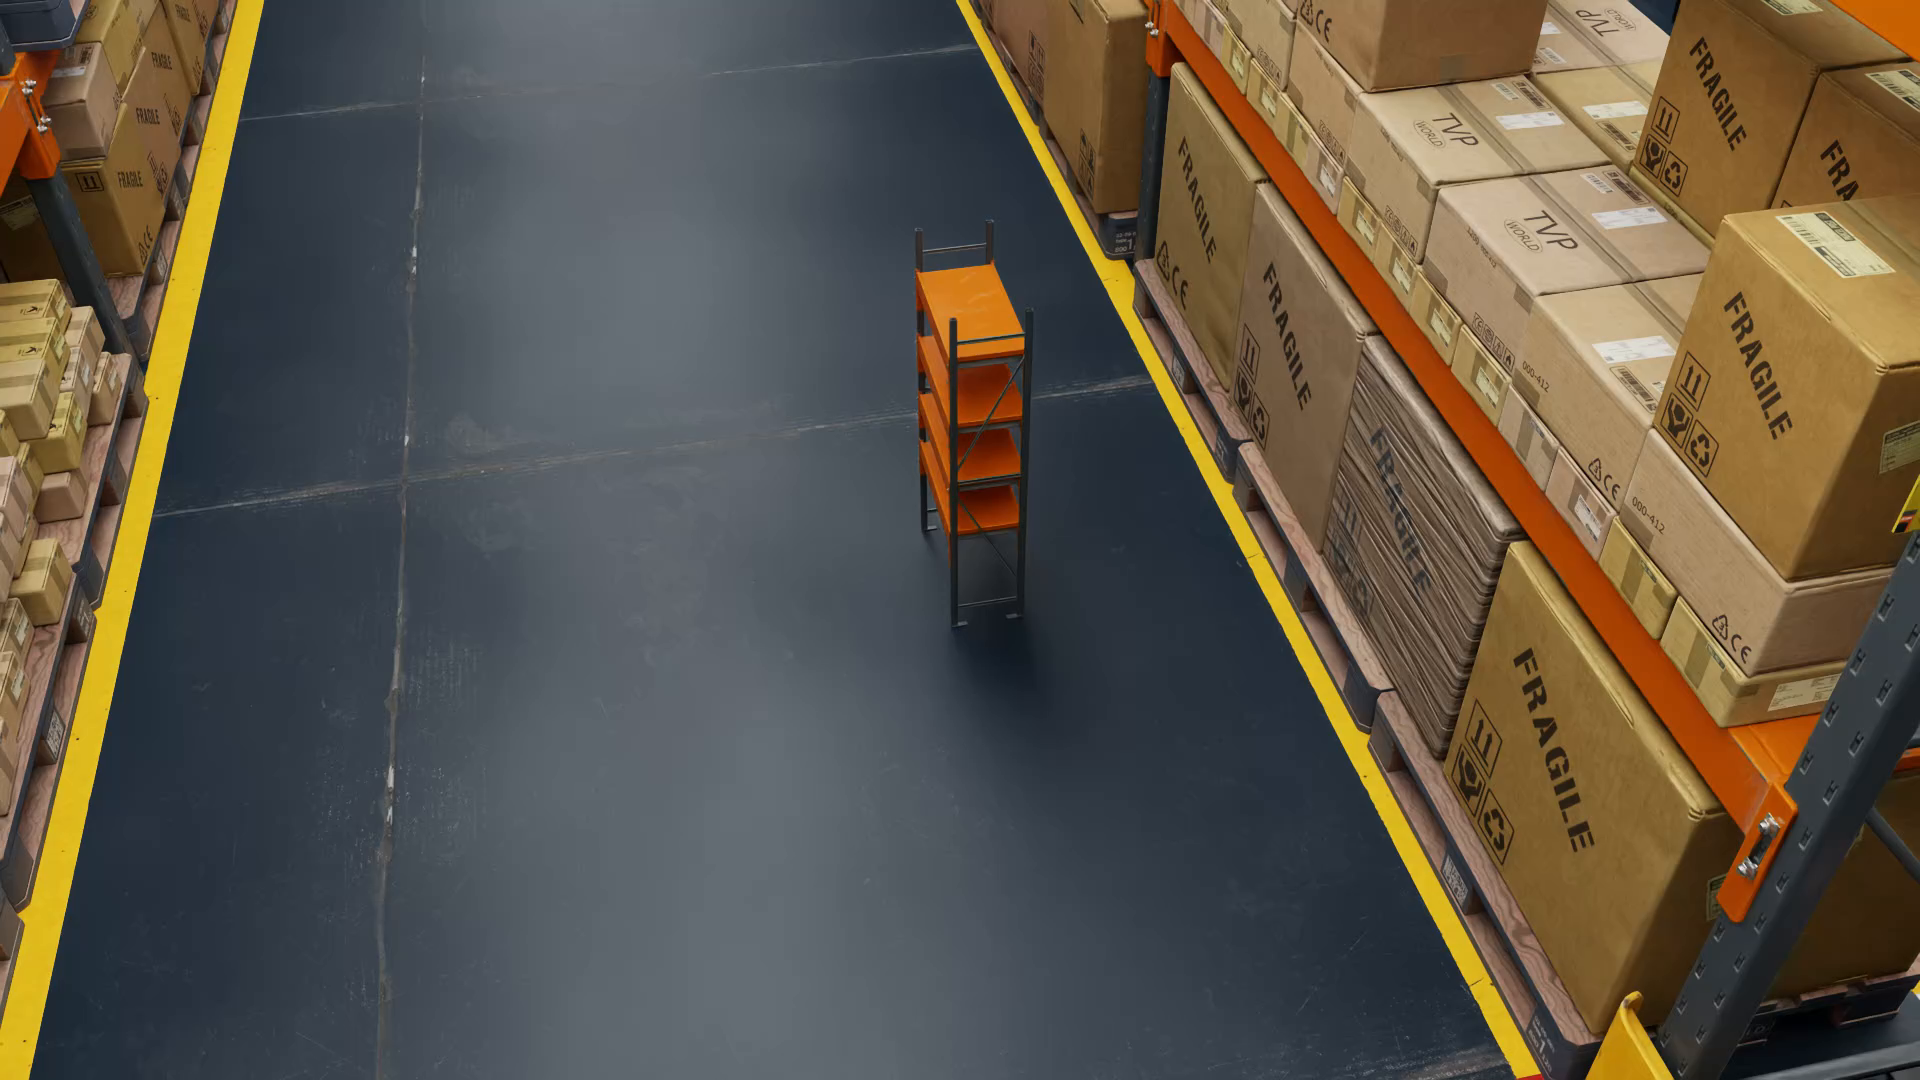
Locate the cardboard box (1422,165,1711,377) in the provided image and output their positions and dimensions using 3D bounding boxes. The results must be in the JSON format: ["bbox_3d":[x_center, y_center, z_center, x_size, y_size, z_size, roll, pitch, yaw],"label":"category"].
[{"bbox_3d":[1.510,-0.677,4.142,0.500,0.250,0.500,-10,43,-11],"label":"cardboard box"}]

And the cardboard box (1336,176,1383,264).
[{"bbox_3d":[1.307,-0.936,4.734,0.380,0.149,0.250,-9,42,-11],"label":"cardboard box"}]

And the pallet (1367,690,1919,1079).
[{"bbox_3d":[1.844,0.849,4.634,1.003,0.211,1.213,-8,42,-9],"label":"pallet"}]

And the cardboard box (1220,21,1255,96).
[{"bbox_3d":[1.083,-1.605,5.488,0.380,0.149,0.250,-7,42,-8],"label":"cardboard box"}]

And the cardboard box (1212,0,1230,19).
[{"bbox_3d":[1.075,-1.992,5.624,0.500,0.250,0.500,-9,42,-10],"label":"cardboard box"}]

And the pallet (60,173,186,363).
[{"bbox_3d":[-3.805,-1.096,6.825,1.003,0.211,1.213,-8,42,-9],"label":"pallet"}]

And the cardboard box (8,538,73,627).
[{"bbox_3d":[-2.995,0.151,5.151,0.380,0.149,0.250,-8,42,-9],"label":"cardboard box"}]

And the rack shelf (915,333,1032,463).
[{"bbox_3d":[0.036,-0.458,5.127,0.258,0.148,0.480,-8,42,-9],"label":"rack shelf"}]

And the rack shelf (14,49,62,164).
[{"bbox_3d":[-4.067,-2.662,7.031,1.077,0.370,4.000,-8,42,-9],"label":"rack shelf"}]

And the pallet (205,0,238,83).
[{"bbox_3d":[-4.332,-2.677,8.607,1.003,0.211,1.213,-8,42,-9],"label":"pallet"}]

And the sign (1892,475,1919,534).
[{"bbox_3d":[1.560,-0.139,2.597,0.100,0.325,0.005,-8,42,-9],"label":"sign"}]

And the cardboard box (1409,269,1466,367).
[{"bbox_3d":[1.416,-0.606,4.363,0.380,0.149,0.250,-8,42,-9],"label":"cardboard box"}]

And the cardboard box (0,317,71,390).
[{"bbox_3d":[-3.211,-0.594,5.543,0.380,0.149,0.250,-8,42,-9],"label":"cardboard box"}]

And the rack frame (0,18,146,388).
[{"bbox_3d":[-3.635,-1.634,5.331,1.000,3.000,0.127,-8,42,-9],"label":"rack frame"}]

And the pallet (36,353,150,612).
[{"bbox_3d":[-3.456,-0.161,5.772,1.003,0.211,1.213,-8,42,-9],"label":"pallet"}]

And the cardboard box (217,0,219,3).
[{"bbox_3d":[-4.102,-3.060,8.504,0.500,0.500,0.500,-9,42,-9],"label":"cardboard box"}]

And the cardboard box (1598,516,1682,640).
[{"bbox_3d":[1.637,0.056,3.617,0.380,0.149,0.250,-8,42,-9],"label":"cardboard box"}]

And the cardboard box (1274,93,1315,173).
[{"bbox_3d":[1.197,-1.269,5.109,0.380,0.149,0.250,-9,42,-10],"label":"cardboard box"}]

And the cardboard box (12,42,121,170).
[{"bbox_3d":[-3.537,-1.654,6.355,0.500,0.250,0.500,-10,43,-11],"label":"cardboard box"}]

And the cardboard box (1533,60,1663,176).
[{"bbox_3d":[1.911,-1.091,4.609,0.500,0.250,0.500,-9,42,-10],"label":"cardboard box"}]

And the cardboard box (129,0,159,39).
[{"bbox_3d":[-3.760,-2.330,7.117,0.500,0.250,0.500,-7,42,-8],"label":"cardboard box"}]

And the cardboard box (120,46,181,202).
[{"bbox_3d":[-3.652,-1.716,6.990,0.500,0.500,0.500,-7,42,-7],"label":"cardboard box"}]

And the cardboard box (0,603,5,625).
[{"bbox_3d":[-3.041,0.183,4.892,0.380,0.149,0.250,-10,43,-11],"label":"cardboard box"}]

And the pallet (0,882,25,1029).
[{"bbox_3d":[-2.929,1.421,3.991,1.003,0.211,1.213,-8,42,-9],"label":"pallet"}]

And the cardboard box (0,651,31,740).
[{"bbox_3d":[-2.920,0.481,4.779,0.380,0.149,0.250,-8,42,-9],"label":"cardboard box"}]

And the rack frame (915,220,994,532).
[{"bbox_3d":[-0.017,-0.500,5.409,0.240,1.200,0.015,-8,42,-9],"label":"rack frame"}]

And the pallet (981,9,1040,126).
[{"bbox_3d":[0.722,-2.518,8.428,1.003,0.211,1.213,-8,42,-9],"label":"pallet"}]

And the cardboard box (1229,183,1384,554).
[{"bbox_3d":[1.488,-0.619,5.472,0.875,0.875,0.875,-8,42,-9],"label":"cardboard box"}]

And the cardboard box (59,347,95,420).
[{"bbox_3d":[-3.187,-0.504,5.665,0.380,0.149,0.250,-10,43,-11],"label":"cardboard box"}]

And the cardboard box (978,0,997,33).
[{"bbox_3d":[0.680,-3.205,8.386,1.225,0.875,0.875,-8,42,-9],"label":"cardboard box"}]

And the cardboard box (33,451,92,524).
[{"bbox_3d":[-3.124,-0.177,5.521,0.380,0.149,0.250,-10,43,-11],"label":"cardboard box"}]

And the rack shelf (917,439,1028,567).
[{"bbox_3d":[0.036,-0.143,5.407,0.258,0.148,0.480,-8,42,-9],"label":"rack shelf"}]

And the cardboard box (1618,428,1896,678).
[{"bbox_3d":[1.729,-0.018,3.399,0.500,0.250,0.500,-9,42,-10],"label":"cardboard box"}]

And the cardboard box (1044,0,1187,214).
[{"bbox_3d":[1.072,-2.054,7.088,1.225,0.875,0.875,-8,42,-9],"label":"cardboard box"}]

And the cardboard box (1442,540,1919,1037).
[{"bbox_3d":[1.877,0.548,4.158,0.875,0.875,0.875,-8,42,-9],"label":"cardboard box"}]

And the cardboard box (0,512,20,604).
[{"bbox_3d":[-2.951,0.081,4.783,0.380,0.149,0.250,-10,43,-11],"label":"cardboard box"}]

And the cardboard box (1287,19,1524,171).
[{"bbox_3d":[1.295,-1.334,4.883,0.500,0.250,0.500,-7,42,-8],"label":"cardboard box"}]

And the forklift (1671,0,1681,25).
[{"bbox_3d":[3.377,-1.988,5.782,3.031,2.935,1.130,-24,47,-25],"label":"forklift"}]

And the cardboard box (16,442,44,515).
[{"bbox_3d":[-3.153,-0.156,5.274,0.380,0.149,0.250,-8,42,-9],"label":"cardboard box"}]

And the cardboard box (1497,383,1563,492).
[{"bbox_3d":[1.530,-0.270,3.984,0.380,0.149,0.250,-8,42,-9],"label":"cardboard box"}]

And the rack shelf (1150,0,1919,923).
[{"bbox_3d":[1.661,-0.714,4.837,1.077,0.370,4.000,-8,42,-9],"label":"rack shelf"}]

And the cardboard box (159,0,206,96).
[{"bbox_3d":[-3.863,-2.383,7.741,0.500,0.500,0.500,-10,43,-11],"label":"cardboard box"}]

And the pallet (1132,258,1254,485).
[{"bbox_3d":[1.317,-0.732,6.416,1.003,0.211,1.213,-8,42,-9],"label":"pallet"}]

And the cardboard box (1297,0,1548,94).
[{"bbox_3d":[1.299,-1.611,4.629,0.500,0.500,0.500,-10,42,-11],"label":"cardboard box"}]

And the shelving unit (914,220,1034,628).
[{"bbox_3d":[0.036,-0.341,5.231,0.258,1.200,0.503,-8,42,-9],"label":"shelving unit"}]

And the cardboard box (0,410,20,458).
[{"bbox_3d":[-3.170,-0.255,5.160,0.380,0.149,0.250,-7,42,-8],"label":"cardboard box"}]

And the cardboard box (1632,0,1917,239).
[{"bbox_3d":[2.027,-1.031,3.976,0.500,0.500,0.500,-9,42,-10],"label":"cardboard box"}]

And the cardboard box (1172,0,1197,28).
[{"bbox_3d":[0.968,-1.946,5.872,0.380,0.149,0.250,-8,42,-9],"label":"cardboard box"}]
